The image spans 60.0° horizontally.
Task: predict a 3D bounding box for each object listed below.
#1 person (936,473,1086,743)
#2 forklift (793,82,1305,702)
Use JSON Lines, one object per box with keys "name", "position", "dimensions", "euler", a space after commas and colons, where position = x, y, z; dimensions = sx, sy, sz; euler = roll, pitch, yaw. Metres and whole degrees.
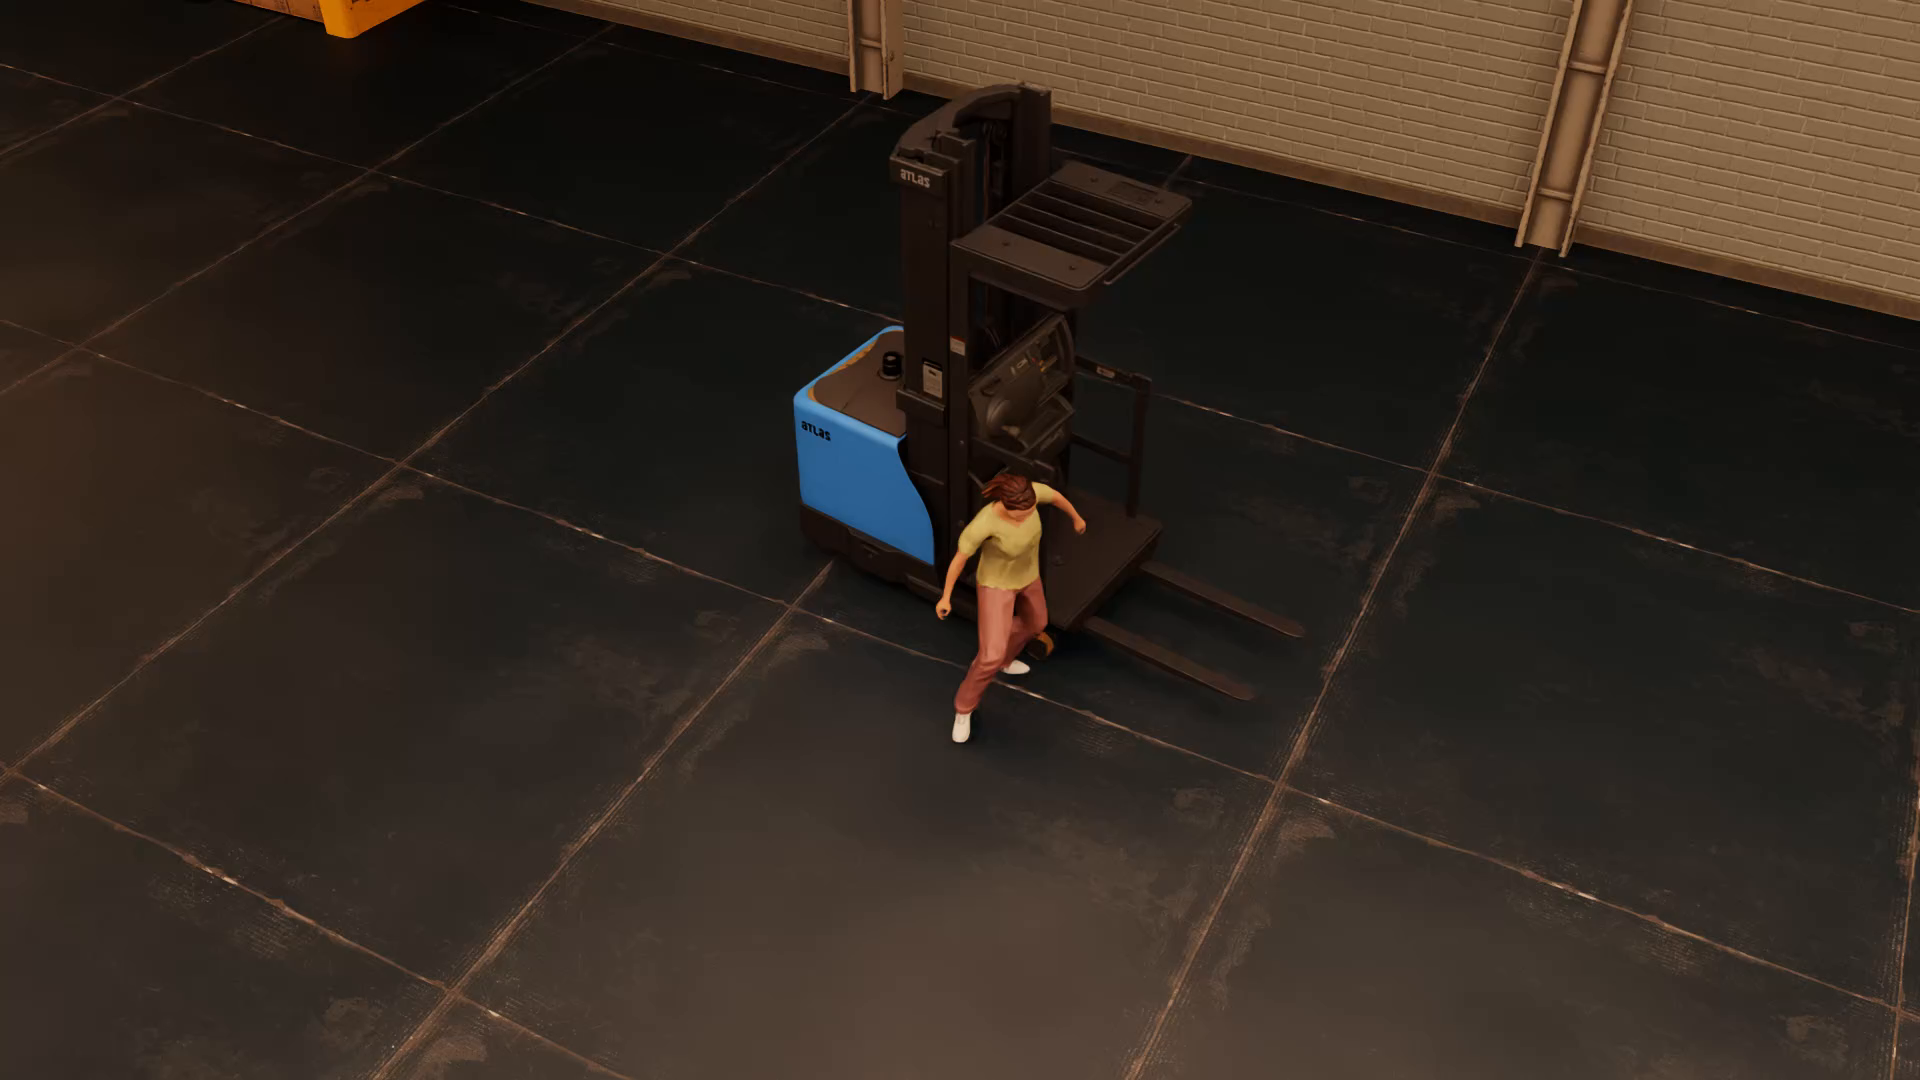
{"name": "person", "position": [0.260, 0.220, 8.787], "dimensions": [1.046, 1.606, 0.491], "euler": [-30, 49, -31]}
{"name": "forklift", "position": [0.513, -0.832, 8.975], "dimensions": [3.031, 2.935, 1.130], "euler": [25, 46, 27]}
